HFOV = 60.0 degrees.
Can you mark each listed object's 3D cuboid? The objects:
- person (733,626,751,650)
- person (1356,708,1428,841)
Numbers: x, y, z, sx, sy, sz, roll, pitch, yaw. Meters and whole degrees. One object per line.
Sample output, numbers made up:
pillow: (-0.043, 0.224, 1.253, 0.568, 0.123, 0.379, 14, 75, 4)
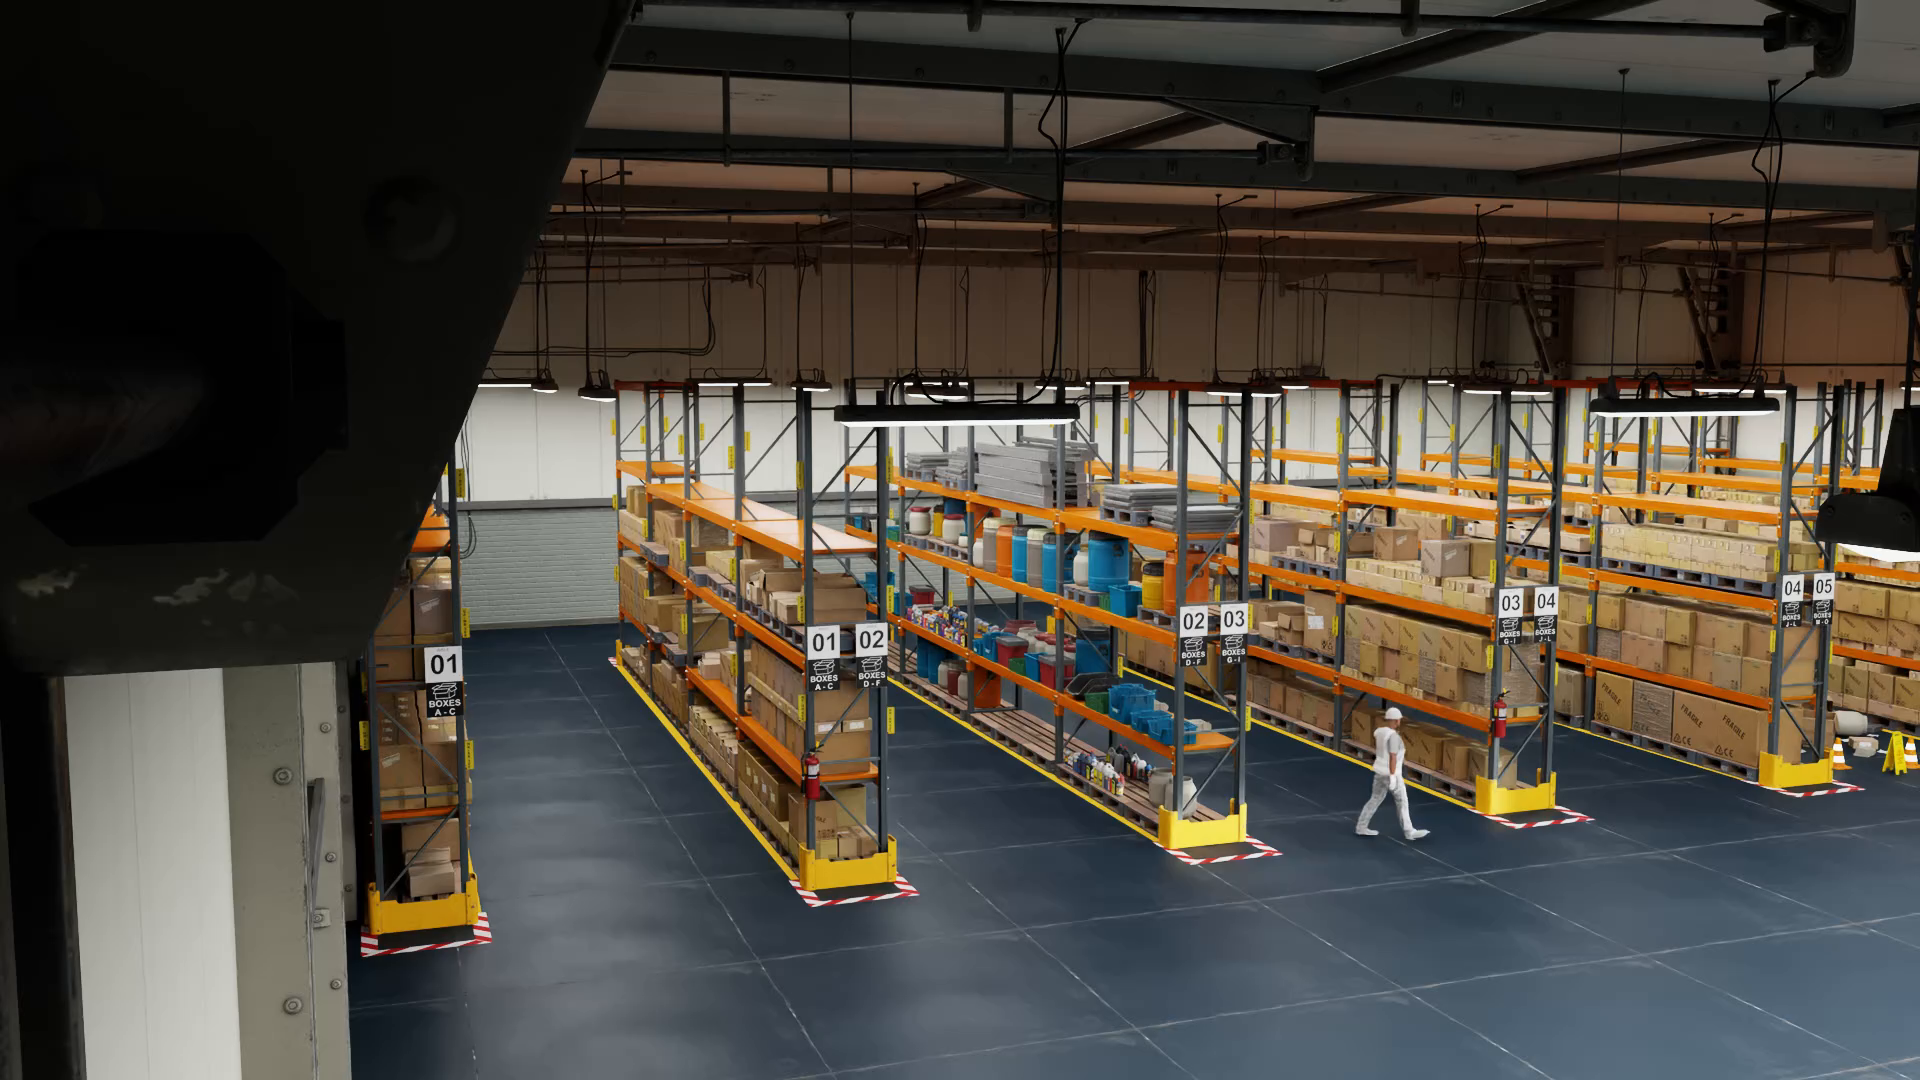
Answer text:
person: (-4.567, 1.773, 35.322, 0.431, 1.660, 0.478, 3, 7, 30)
person: (5.768, 3.125, 22.275, 0.861, 1.757, 0.612, -1, 6, -12)
